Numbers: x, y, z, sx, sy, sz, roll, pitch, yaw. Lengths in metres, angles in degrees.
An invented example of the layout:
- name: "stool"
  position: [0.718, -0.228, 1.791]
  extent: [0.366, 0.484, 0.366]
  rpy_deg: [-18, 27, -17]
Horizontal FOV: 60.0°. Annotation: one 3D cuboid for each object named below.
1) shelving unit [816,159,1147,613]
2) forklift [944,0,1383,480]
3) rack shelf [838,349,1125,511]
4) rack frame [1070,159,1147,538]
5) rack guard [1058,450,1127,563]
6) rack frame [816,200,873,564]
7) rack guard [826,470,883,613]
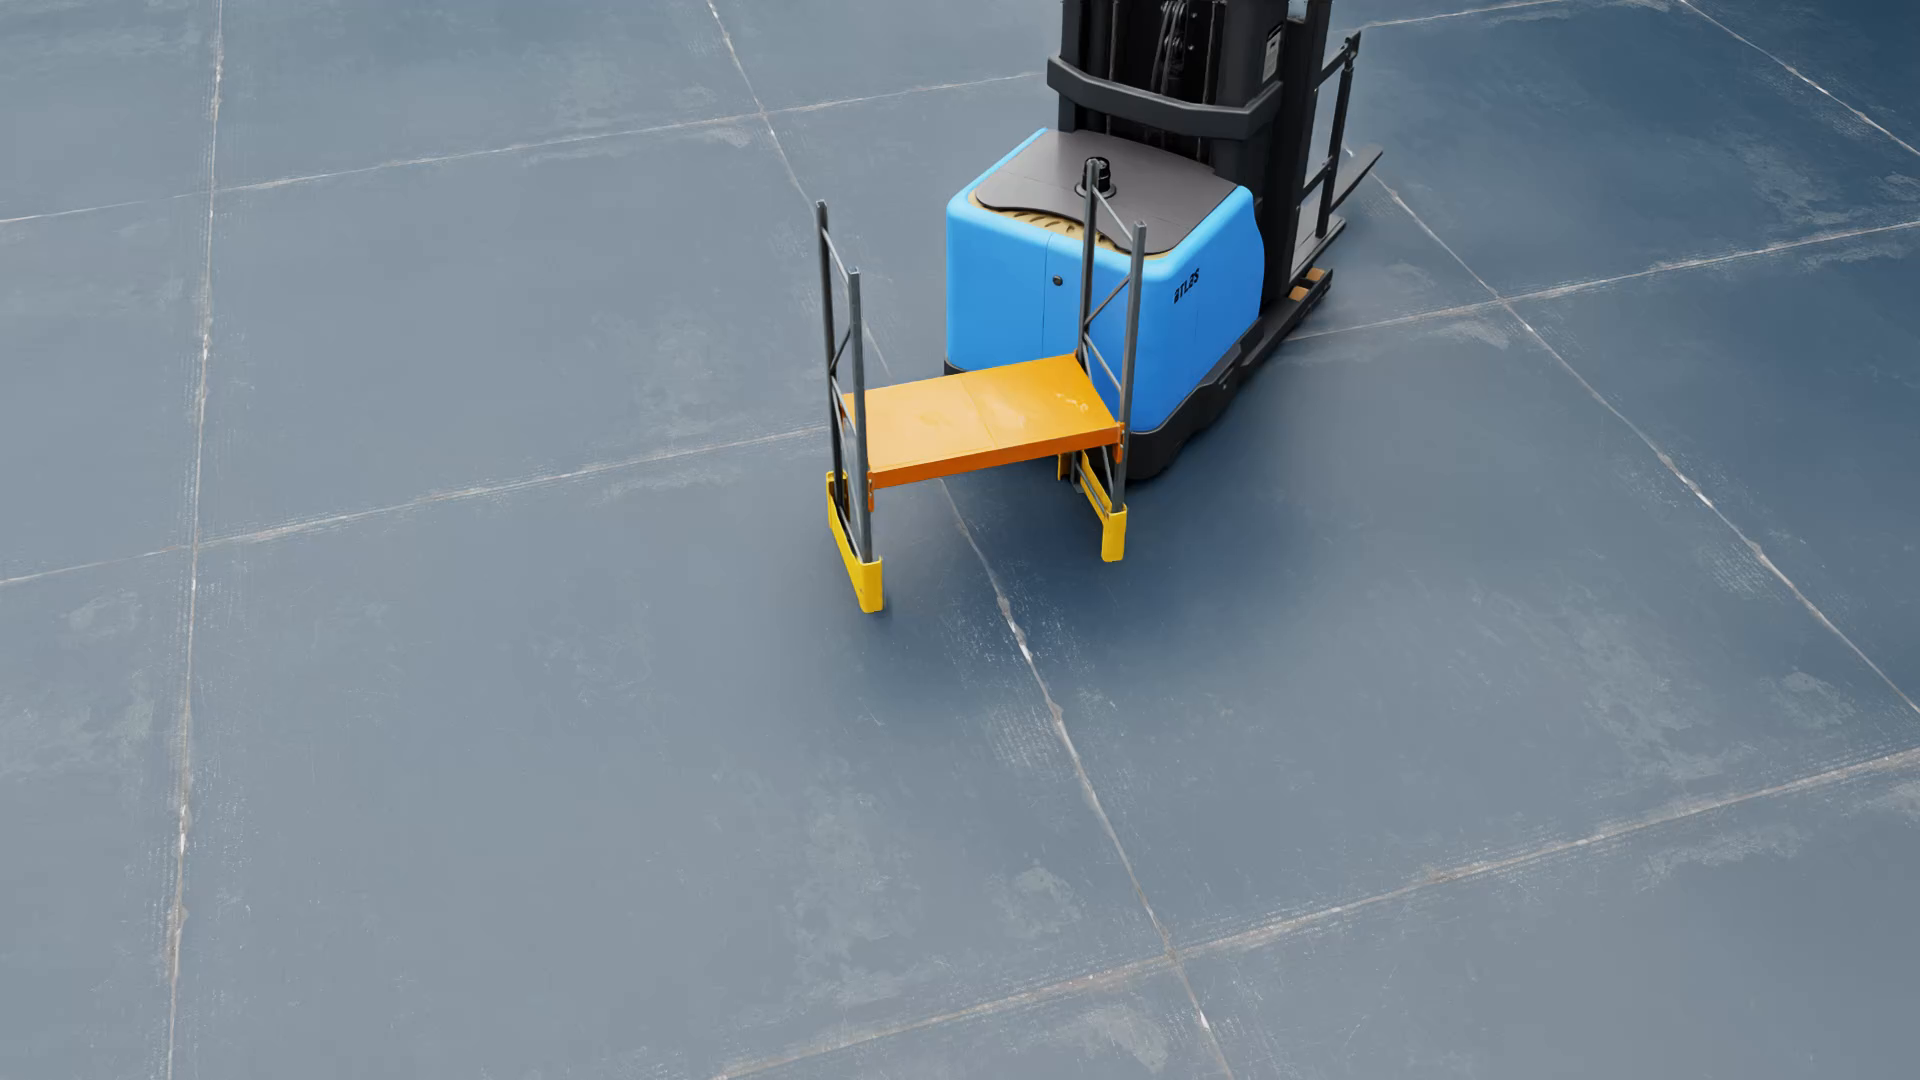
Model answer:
- name: "shelving unit"
  position: [0.058, -0.567, 6.259]
  extent: [1.083, 1.500, 0.587]
  rpy_deg: [-11, 42, -13]
- name: "forklift"
  position: [1.145, -2.299, 7.154]
  extent: [1.130, 2.935, 3.031]
  rpy_deg: [23, 46, 24]
- name: "rack shelf"
  position: [0.067, -0.433, 6.379]
  extent: [1.000, 0.185, 0.538]
  rpy_deg: [-11, 42, -13]
- name: "rack frame"
  position: [0.553, -0.667, 6.373]
  extent: [0.032, 1.500, 0.500]
  rpy_deg: [-11, 42, -13]
- name: "rack guard"
  position: [0.534, -0.192, 6.780]
  extent: [0.087, 0.250, 0.587]
  rpy_deg: [-11, 42, -13]
- name: "rack frame"
  position: [-0.419, -0.470, 6.148]
  extent: [0.032, 1.500, 0.500]
  rpy_deg: [-11, 42, -13]
- name: "rack guard"
  position: [-0.418, 0.000, 6.560]
  extent: [0.087, 0.250, 0.587]
  rpy_deg: [-11, 42, -13]
